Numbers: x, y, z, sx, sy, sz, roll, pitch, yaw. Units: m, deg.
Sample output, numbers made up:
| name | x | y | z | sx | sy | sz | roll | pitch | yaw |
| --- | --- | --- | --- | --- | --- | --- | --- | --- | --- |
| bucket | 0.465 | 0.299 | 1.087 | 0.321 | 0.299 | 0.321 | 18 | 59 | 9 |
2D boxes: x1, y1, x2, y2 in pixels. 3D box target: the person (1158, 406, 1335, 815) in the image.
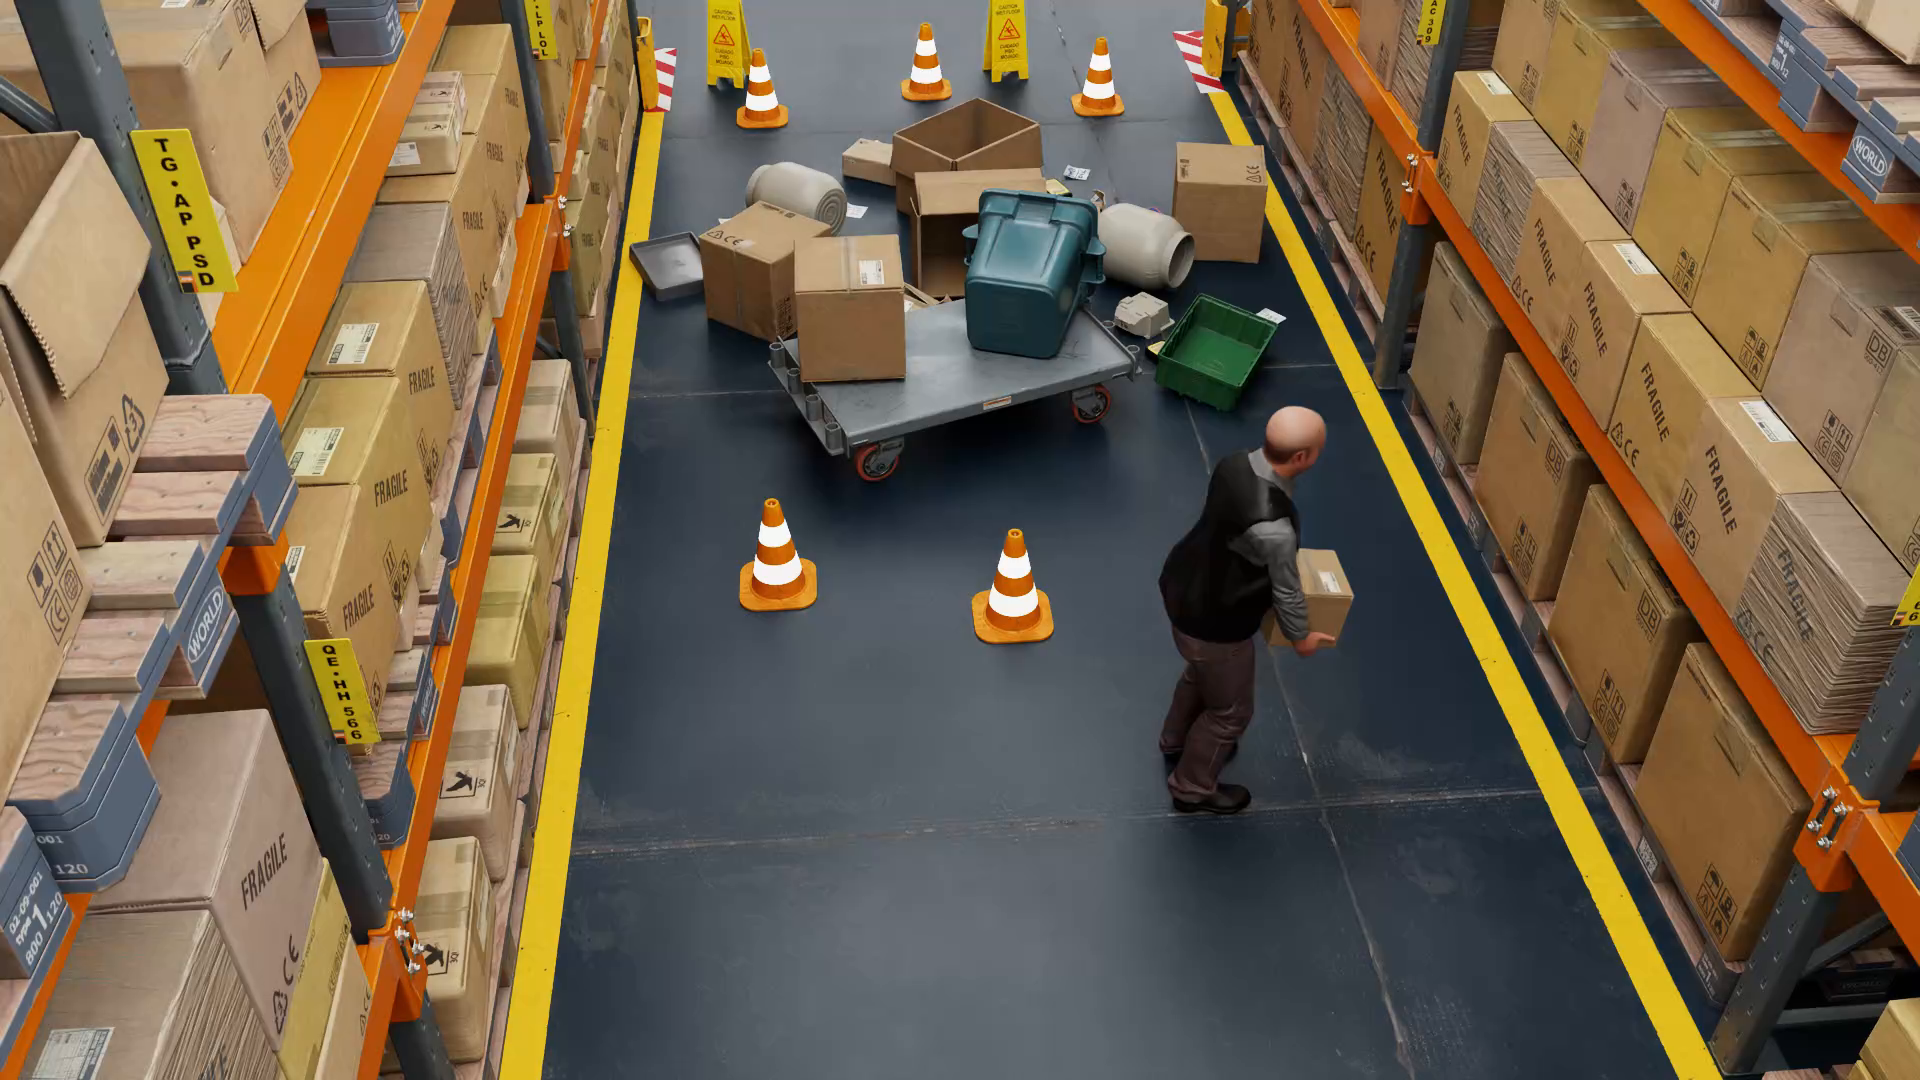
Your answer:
| name | x | y | z | sx | sy | sz | roll | pitch | yaw |
| --- | --- | --- | --- | --- | --- | --- | --- | --- | --- |
| person | 1.005 | 0.246 | 5.897 | 0.592 | 1.692 | 0.479 | -4 | 39 | -5 |
